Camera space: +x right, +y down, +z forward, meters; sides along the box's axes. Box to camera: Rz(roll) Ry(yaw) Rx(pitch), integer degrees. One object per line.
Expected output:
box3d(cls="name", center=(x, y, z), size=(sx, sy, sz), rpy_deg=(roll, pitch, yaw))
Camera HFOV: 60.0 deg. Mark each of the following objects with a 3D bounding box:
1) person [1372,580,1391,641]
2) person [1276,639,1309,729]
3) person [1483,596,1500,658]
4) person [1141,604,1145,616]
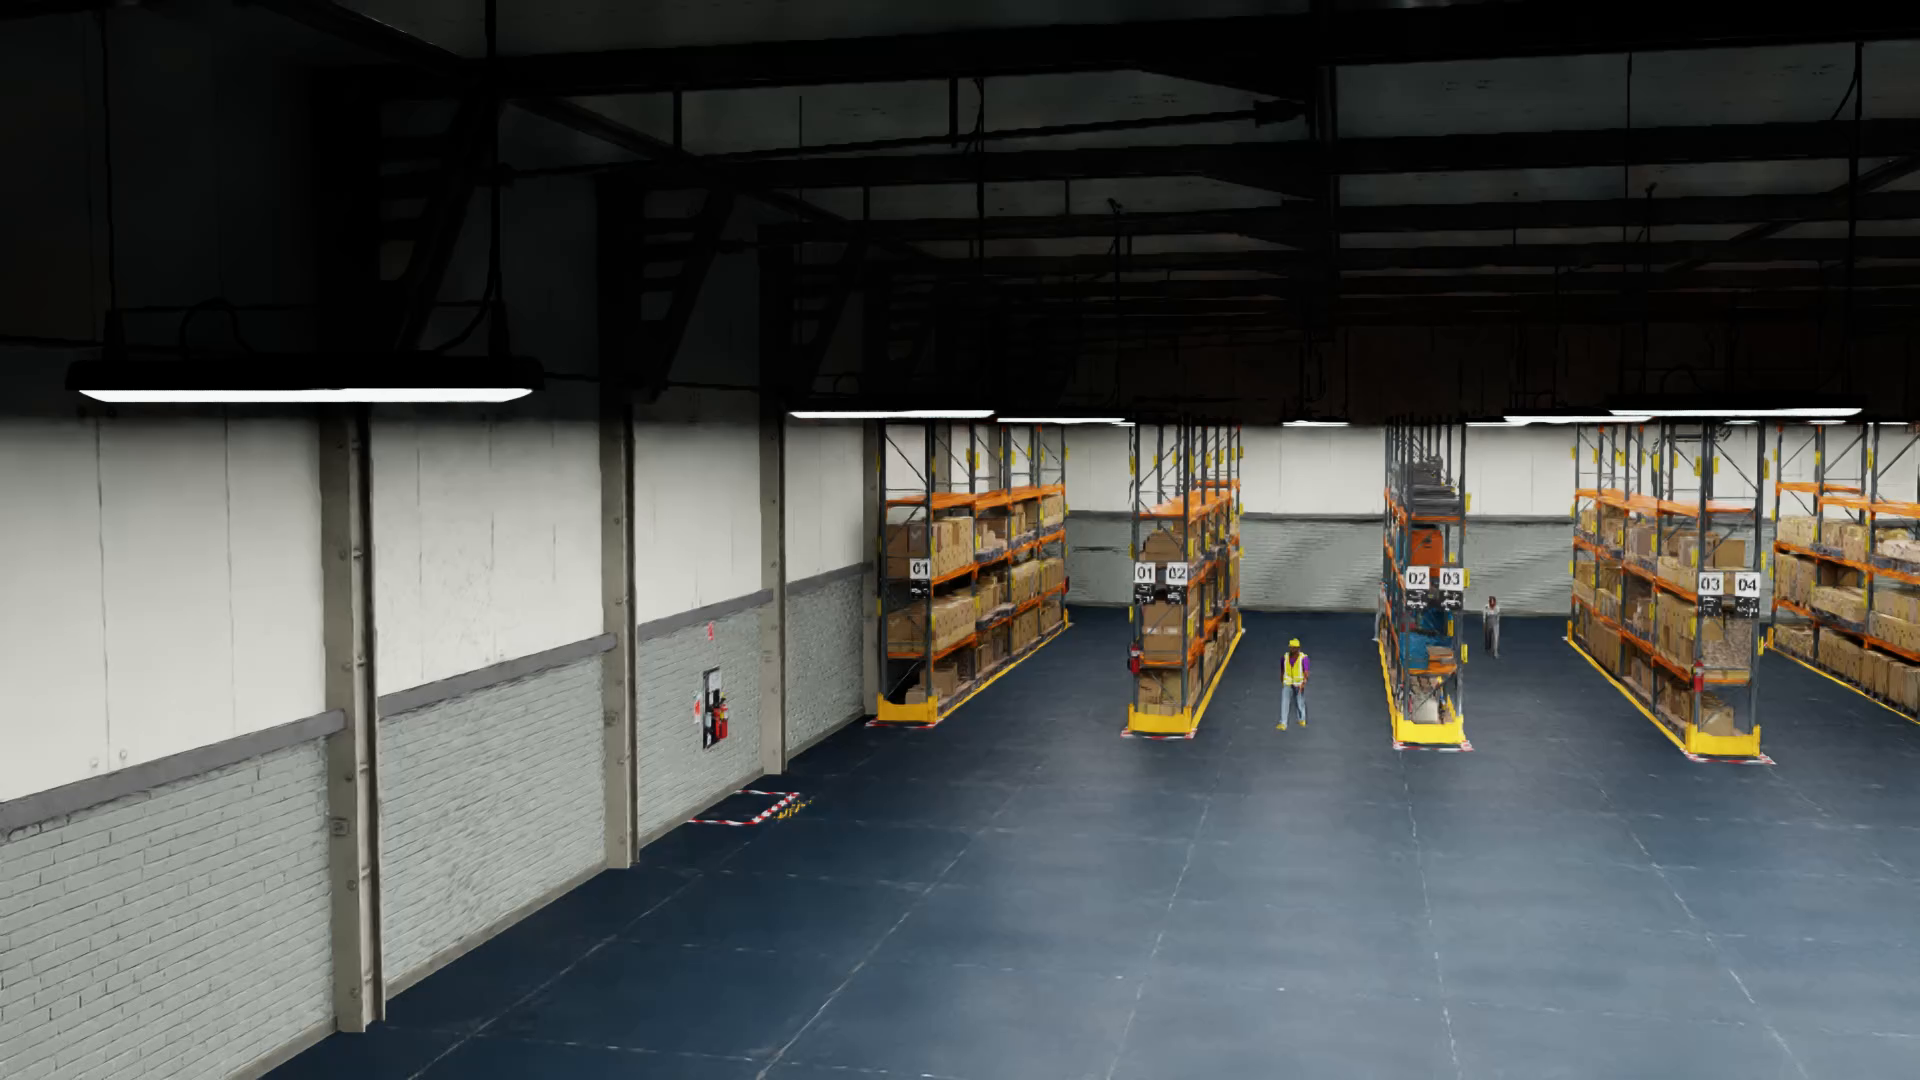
box3d(cls="person", center=(11.439, 1.888, 44.674), size=(0.496, 1.623, 0.963), rpy_deg=(3, 5, 34))
box3d(cls="person", center=(6.348, 2.696, 31.580), size=(0.571, 1.650, 1.042), rpy_deg=(2, 4, 22))
box3d(cls="person", center=(13.248, 2.146, 41.476), size=(0.417, 1.516, 1.036), rpy_deg=(1, 4, 16))
box3d(cls="person", center=(5.136, 1.894, 45.201), size=(0.417, 1.517, 1.037), rpy_deg=(1, 4, 15))
